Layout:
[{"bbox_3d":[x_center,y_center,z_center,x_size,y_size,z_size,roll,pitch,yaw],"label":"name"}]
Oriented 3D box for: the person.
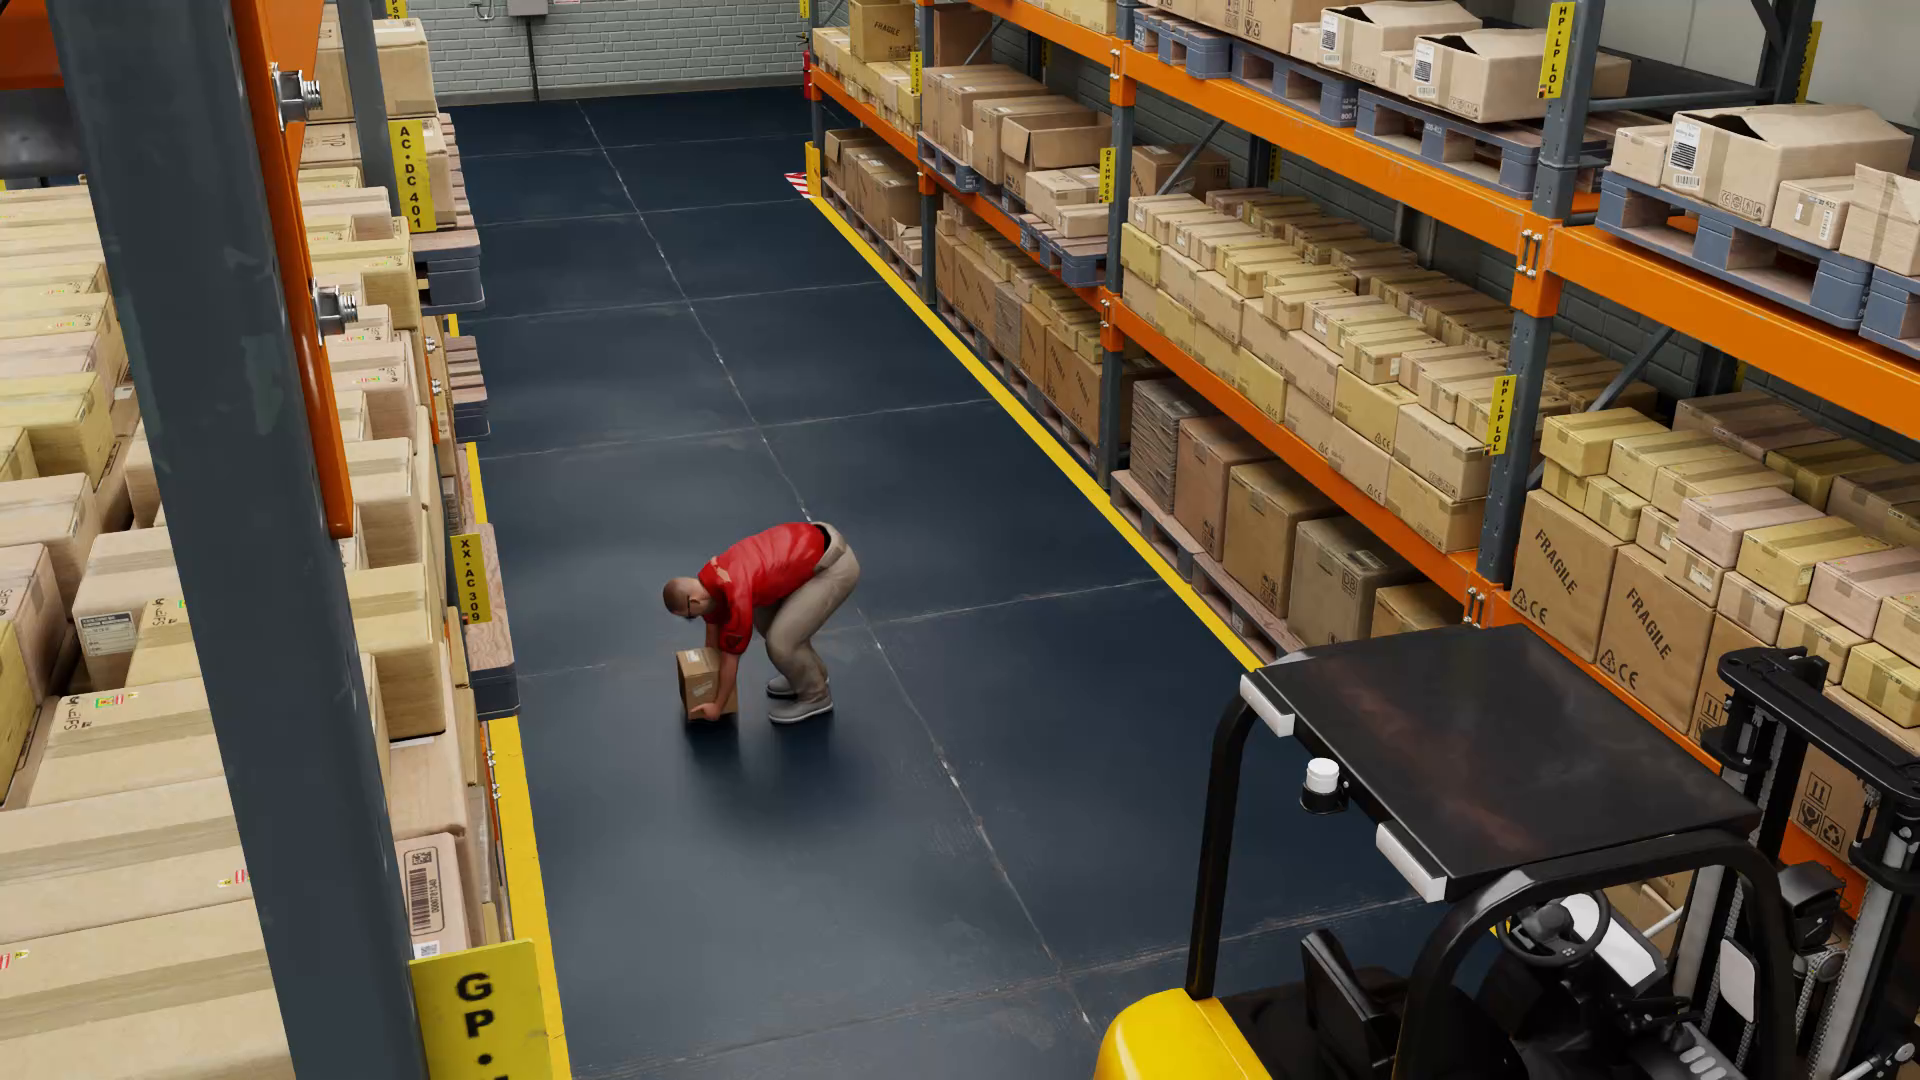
[{"bbox_3d":[-0.965,0.415,8.158,0.957,0.962,0.517,-10,28,-19],"label":"person"}]
